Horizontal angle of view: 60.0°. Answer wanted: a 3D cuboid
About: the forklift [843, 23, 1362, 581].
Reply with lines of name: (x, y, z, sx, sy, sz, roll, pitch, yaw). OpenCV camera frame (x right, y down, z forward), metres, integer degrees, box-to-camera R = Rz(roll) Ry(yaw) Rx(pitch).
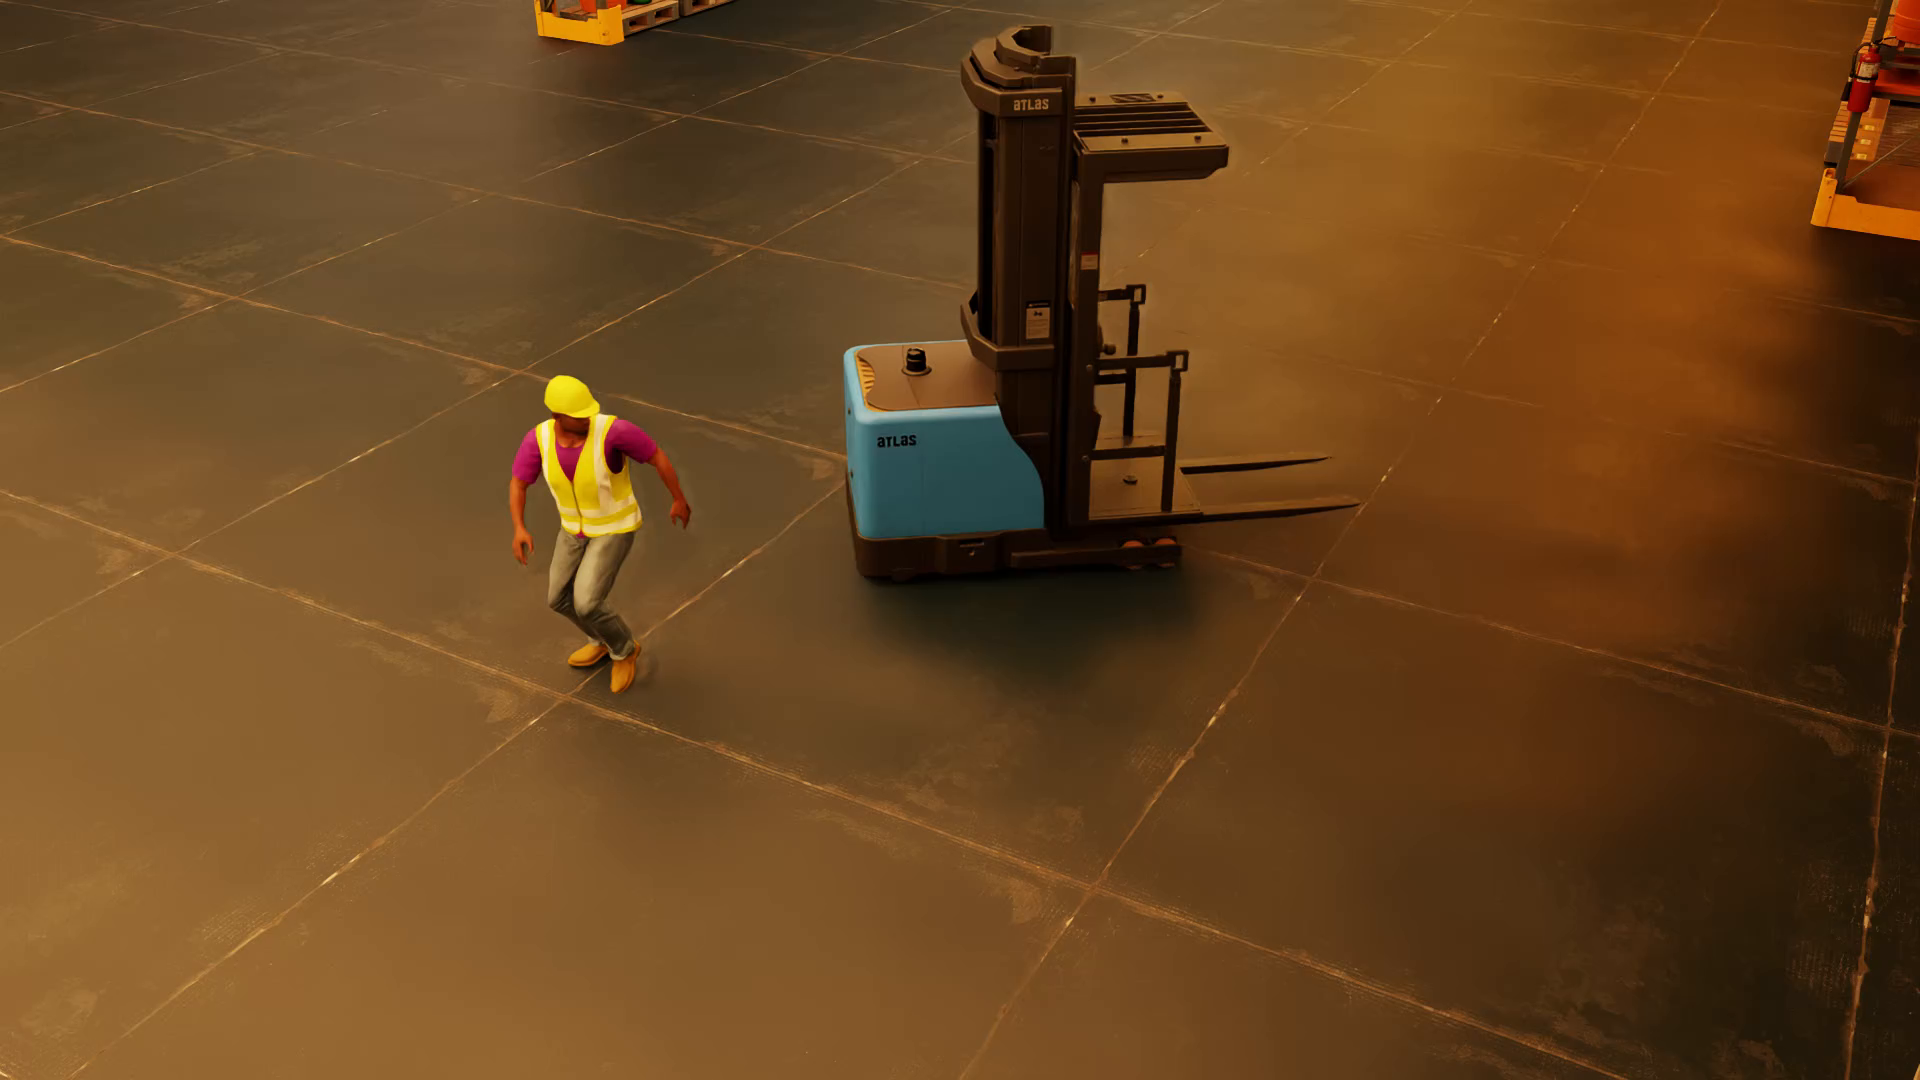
forklift: (0.857, -1.355, 9.418, 3.031, 2.935, 1.130, -4, 30, -7)

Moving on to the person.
person: (-1.867, -0.052, 8.431, 0.753, 1.712, 0.753, 15, 33, 24)
